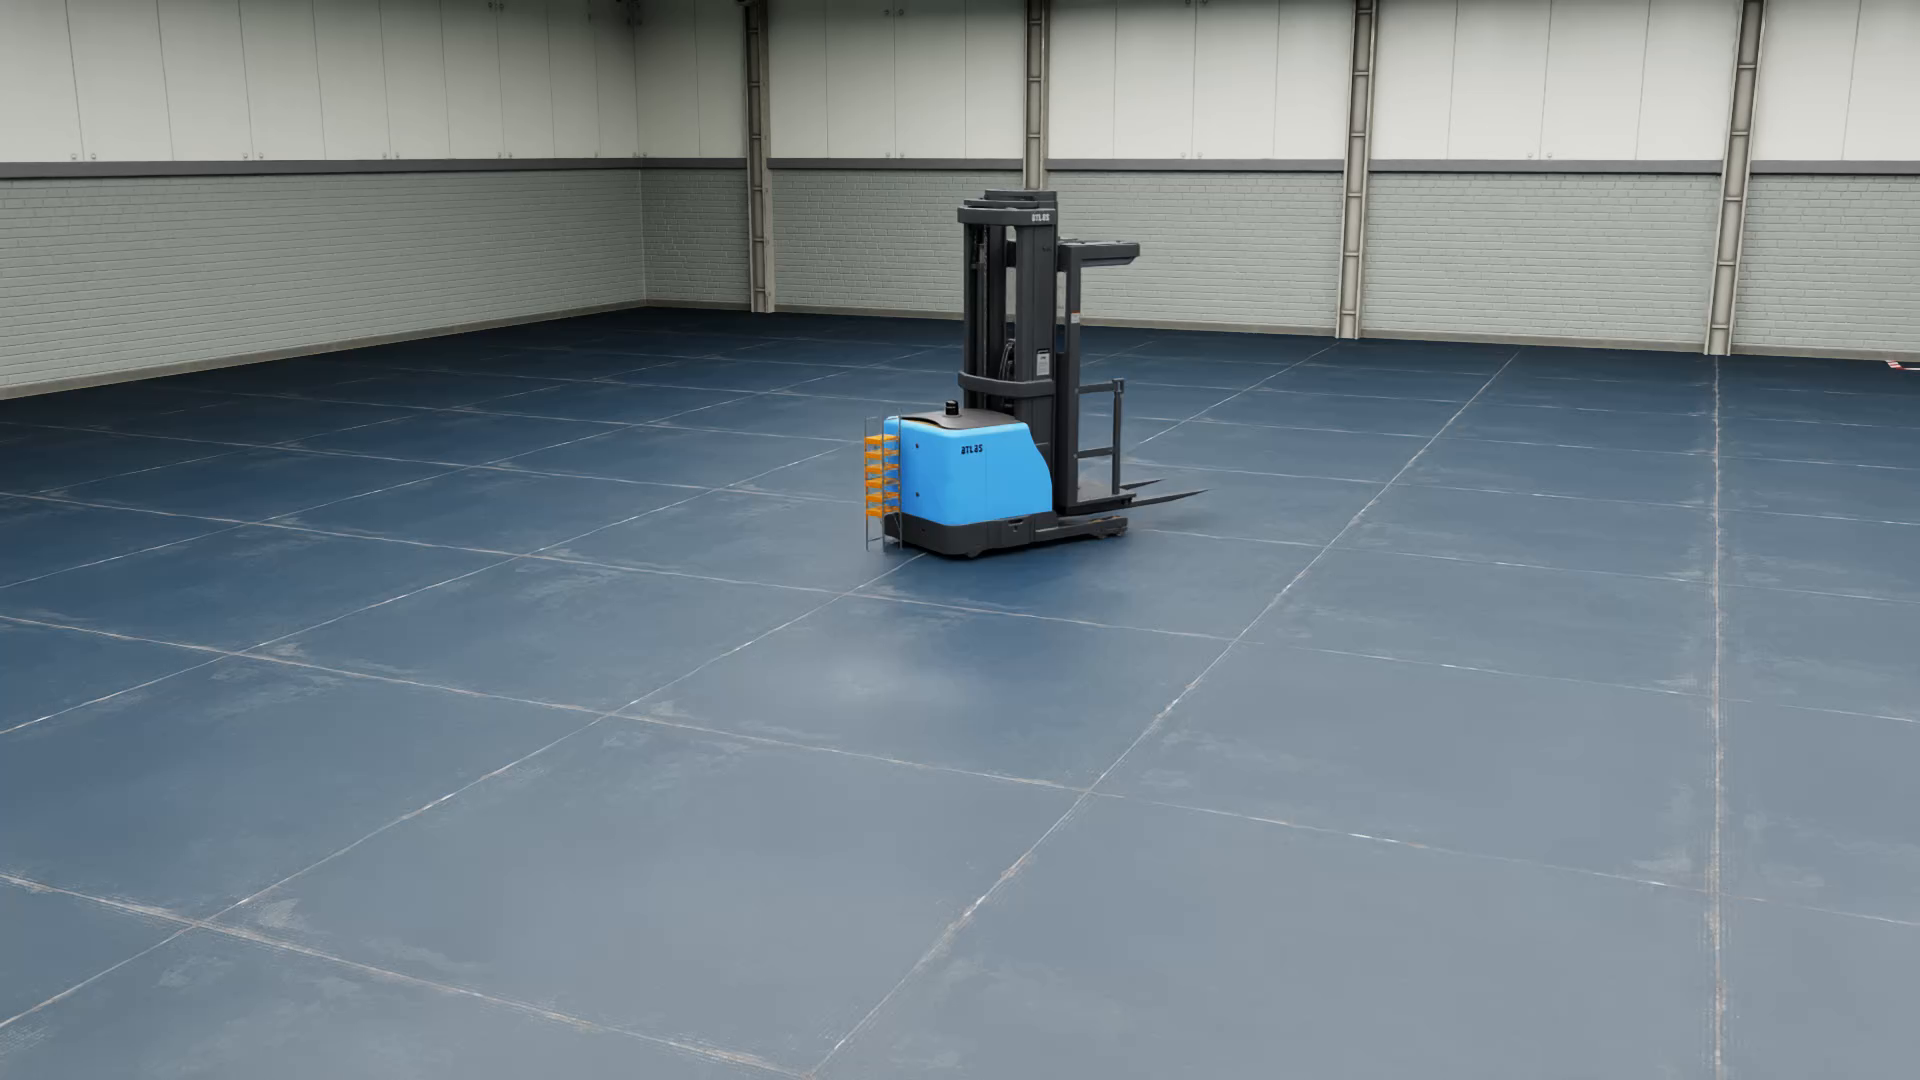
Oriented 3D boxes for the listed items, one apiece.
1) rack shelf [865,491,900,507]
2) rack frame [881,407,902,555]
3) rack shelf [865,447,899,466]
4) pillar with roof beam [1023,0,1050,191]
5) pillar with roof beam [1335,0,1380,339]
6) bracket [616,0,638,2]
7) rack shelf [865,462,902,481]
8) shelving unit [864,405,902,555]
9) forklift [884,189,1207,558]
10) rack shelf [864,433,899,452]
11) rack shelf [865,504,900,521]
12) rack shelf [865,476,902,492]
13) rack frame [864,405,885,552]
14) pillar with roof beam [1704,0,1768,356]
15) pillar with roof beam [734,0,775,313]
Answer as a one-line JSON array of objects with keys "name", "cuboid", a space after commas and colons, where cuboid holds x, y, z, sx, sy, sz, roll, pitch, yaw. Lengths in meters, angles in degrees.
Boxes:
[{"name": "rack shelf", "cuboid": [-0.634, -0.335, 13.775, 0.180, 0.103, 0.258, 10, 17, 37]}, {"name": "rack frame", "cuboid": [-0.562, -0.482, 13.683, 0.006, 1.200, 0.240, 10, 17, 37]}, {"name": "rack shelf", "cuboid": [-0.634, -0.685, 13.693, 0.180, 0.103, 0.258, 10, 17, 37]}, {"name": "pillar with roof beam", "cuboid": [-0.321, -7.637, 27.102, 0.400, 9.000, 9.100, 6, 14, 23]}, {"name": "pillar with roof beam", "cuboid": [5.165, -7.082, 24.736, 0.400, 9.000, 9.100, 6, 14, 23]}, {"name": "bracket", "cuboid": [-6.753, -11.027, 33.671, 0.430, 0.232, 0.235, 6, 14, 23]}, {"name": "rack shelf", "cuboid": [-0.634, -0.568, 13.720, 0.180, 0.103, 0.258, 10, 17, 37]}, {"name": "shelving unit", "cuboid": [-0.634, -0.495, 13.738, 0.189, 1.200, 0.258, 10, 17, 37]}, {"name": "forklift", "cuboid": [0.840, -1.526, 14.343, 3.031, 2.935, 1.130, -9, 16, -35]}, {"name": "rack shelf", "cuboid": [-0.634, -0.802, 13.665, 0.180, 0.103, 0.258, 10, 17, 37]}, {"name": "rack shelf", "cuboid": [-0.634, -0.218, 13.803, 0.180, 0.103, 0.258, 10, 17, 37]}, {"name": "rack shelf", "cuboid": [-0.634, -0.452, 13.748, 0.180, 0.103, 0.258, 10, 17, 37]}, {"name": "rack frame", "cuboid": [-0.706, -0.508, 13.793, 0.006, 1.200, 0.240, 10, 17, 37]}, {"name": "pillar with roof beam", "cuboid": [10.651, -6.526, 22.370, 0.400, 9.000, 9.100, 6, 14, 23]}, {"name": "pillar with roof beam", "cuboid": [-5.806, -8.192, 29.468, 0.548, 9.000, 9.100, 6, 14, 23]}]
